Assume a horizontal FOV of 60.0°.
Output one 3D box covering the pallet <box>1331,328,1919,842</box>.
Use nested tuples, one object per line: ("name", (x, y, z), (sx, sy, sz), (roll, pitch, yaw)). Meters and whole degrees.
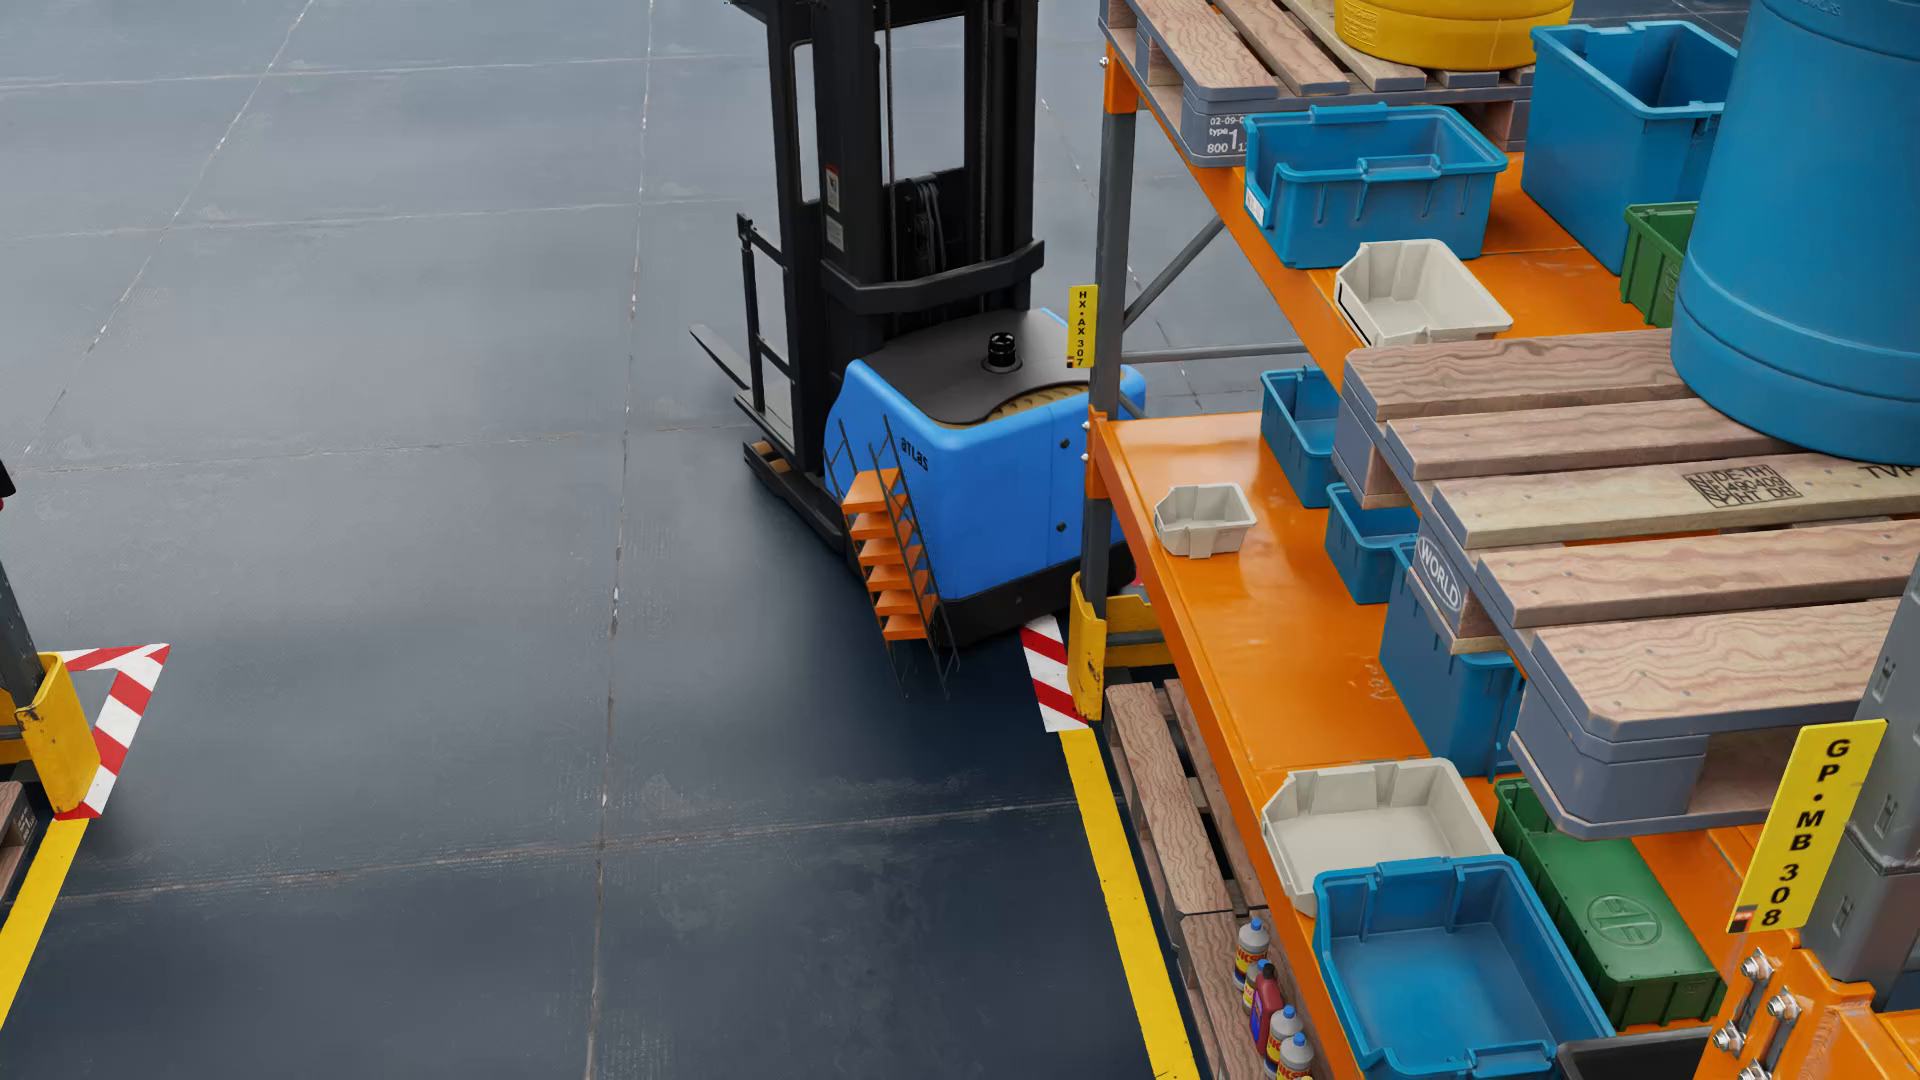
("pallet", (1.327, -0.012, 2.609), (1.213, 0.211, 1.003), (-4, 35, -6))

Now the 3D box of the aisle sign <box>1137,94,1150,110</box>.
("aisle sign", (0.683, -1.780, 5.390), (0.394, 0.787, 0.004), (-4, 35, -6))

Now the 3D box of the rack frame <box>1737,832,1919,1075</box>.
("rack frame", (1.521, 1.544, 2.820), (1.000, 3.000, 0.127), (-4, 35, -6))

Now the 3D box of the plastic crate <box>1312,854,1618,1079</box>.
("plastic crate", (1.103, 1.009, 3.738), (0.499, 0.251, 0.616), (-4, 35, -6))

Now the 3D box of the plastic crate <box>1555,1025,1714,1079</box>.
("plastic crate", (1.576, 1.268, 3.280), (0.767, 0.338, 0.504), (-4, 35, -6))

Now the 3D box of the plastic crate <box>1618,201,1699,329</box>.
("plastic crate", (1.578, -0.509, 3.357), (0.336, 0.188, 0.450), (-4, 35, -6))

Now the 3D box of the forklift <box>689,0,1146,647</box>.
("forklift", (-0.408, -1.561, 7.438), (1.130, 2.935, 3.031), (-19, 39, -25))

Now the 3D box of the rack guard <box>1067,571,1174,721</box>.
("rack guard", (1.039, 0.384, 6.742), (1.175, 0.500, 0.348), (-4, 35, -6))

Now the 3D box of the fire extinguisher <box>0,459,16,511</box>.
("fire extinguisher", (-3.484, -0.379, 5.712), (0.296, 0.674, 0.183), (-4, 35, -6))

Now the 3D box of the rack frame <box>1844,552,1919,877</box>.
("rack frame", (1.521, -0.935, 1.131), (1.000, 3.000, 0.127), (-4, 35, -6))

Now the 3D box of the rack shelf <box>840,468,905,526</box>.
("rack shelf", (-0.329, -0.170, 6.380), (0.180, 0.103, 0.258), (-5, 32, 18))

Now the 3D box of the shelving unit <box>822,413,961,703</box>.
("shelving unit", (-0.254, 0.092, 6.539), (0.189, 1.200, 0.258), (-5, 32, 18))

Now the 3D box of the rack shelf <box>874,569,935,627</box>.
("rack shelf", (-0.215, 0.228, 6.622), (0.180, 0.103, 0.258), (-5, 32, 18))

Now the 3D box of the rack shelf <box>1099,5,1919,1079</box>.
("rack shelf", (1.252, -0.514, 3.816), (1.077, 0.370, 4.000), (-4, 35, -6))

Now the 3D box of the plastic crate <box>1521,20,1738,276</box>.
("plastic crate", (1.537, -0.879, 3.727), (0.392, 0.384, 0.575), (-4, 35, -6))

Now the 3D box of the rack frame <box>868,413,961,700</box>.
("rack frame", (-0.168, 0.084, 6.512), (0.006, 1.200, 0.240), (-5, 32, 18))

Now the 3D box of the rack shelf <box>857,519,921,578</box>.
("rack shelf", (-0.272, 0.029, 6.501), (0.180, 0.103, 0.258), (-5, 32, 18))

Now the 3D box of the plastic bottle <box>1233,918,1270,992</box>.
("plastic bottle", (0.918, 1.293, 5.221), (0.097, 0.271, 0.097), (0, 34, 0))

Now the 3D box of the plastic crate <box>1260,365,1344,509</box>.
("plastic crate", (1.346, -0.370, 5.761), (0.499, 0.251, 0.616), (-4, 35, -6))

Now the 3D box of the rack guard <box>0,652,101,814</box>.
("rack guard", (-3.915, 0.763, 6.187), (1.175, 0.500, 0.348), (-4, 35, -6))

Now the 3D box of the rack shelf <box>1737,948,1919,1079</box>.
("rack shelf", (1.790, 1.718, 0.540), (1.077, 0.370, 4.000), (-4, 35, -6))

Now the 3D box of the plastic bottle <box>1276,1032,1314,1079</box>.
("plastic bottle", (0.977, 1.540, 4.858), (0.097, 0.271, 0.097), (0, 34, 0))

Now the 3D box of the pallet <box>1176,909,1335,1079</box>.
("pallet", (1.304, 1.637, 5.161), (1.003, 0.211, 1.213), (-4, 35, -6))

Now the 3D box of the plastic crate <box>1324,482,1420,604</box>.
("plastic crate", (1.428, -0.007, 5.228), (0.499, 0.251, 0.408), (-4, 35, -6))

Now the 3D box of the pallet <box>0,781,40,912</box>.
("pallet", (-3.841, 1.338, 5.599), (1.003, 0.211, 1.213), (-4, 35, -6))

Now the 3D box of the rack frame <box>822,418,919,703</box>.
("rack frame", (-0.341, 0.099, 6.567), (0.006, 1.200, 0.240), (-5, 32, 18))

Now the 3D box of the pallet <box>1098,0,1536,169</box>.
("pallet", (0.997, -1.380, 4.616), (1.003, 0.211, 1.213), (-4, 35, -6))

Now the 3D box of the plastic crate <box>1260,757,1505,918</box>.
("plastic crate", (1.051, 0.766, 4.196), (0.530, 0.136, 0.437), (-4, 35, -6))

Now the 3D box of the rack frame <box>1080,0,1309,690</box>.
("rack frame", (0.983, -0.688, 6.096), (1.000, 3.000, 0.127), (-4, 35, -6))

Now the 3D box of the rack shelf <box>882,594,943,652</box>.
("rack shelf", (-0.187, 0.328, 6.683), (0.180, 0.103, 0.258), (-5, 32, 18))

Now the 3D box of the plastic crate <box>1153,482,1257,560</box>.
("plastic crate", (0.784, -0.055, 5.401), (0.298, 0.136, 0.250), (-4, 35, -6))

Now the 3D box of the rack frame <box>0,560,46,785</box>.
("rack frame", (-3.925, -0.313, 5.545), (1.000, 3.000, 0.127), (-4, 35, -6))

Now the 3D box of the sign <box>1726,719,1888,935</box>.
("sign", (0.974, 0.337, 1.921), (0.100, 0.325, 0.005), (-4, 35, -6))

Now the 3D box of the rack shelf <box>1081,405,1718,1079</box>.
("rack shelf", (1.252, 0.726, 4.660), (1.077, 0.370, 4.000), (-4, 35, -6))

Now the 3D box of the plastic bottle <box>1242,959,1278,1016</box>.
("plastic bottle", (0.932, 1.380, 5.156), (0.097, 0.201, 0.097), (0, 34, 0))

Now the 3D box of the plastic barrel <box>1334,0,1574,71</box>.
("plastic barrel", (1.262, -1.552, 4.160), (0.600, 0.588, 0.600), (0, 34, 0))

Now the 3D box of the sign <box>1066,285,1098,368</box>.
("sign", (0.437, -0.763, 5.960), (0.100, 0.325, 0.005), (-4, 35, -6))

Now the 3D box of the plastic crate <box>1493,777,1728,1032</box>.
("plastic crate", (1.618, 0.853, 4.023), (0.450, 0.188, 0.662), (-4, 35, -6))

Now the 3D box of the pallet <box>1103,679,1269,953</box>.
("pallet", (1.143, 0.957, 6.158), (1.003, 0.211, 1.213), (-4, 35, -6))

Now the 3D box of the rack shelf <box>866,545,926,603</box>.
("rack shelf", (-0.244, 0.128, 6.562), (0.180, 0.103, 0.258), (-5, 32, 18))

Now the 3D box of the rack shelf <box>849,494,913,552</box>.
("rack shelf", (-0.301, -0.071, 6.441), (0.180, 0.103, 0.258), (-5, 32, 18))

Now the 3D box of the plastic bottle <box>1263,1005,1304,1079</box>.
("plastic bottle", (0.964, 1.485, 4.940), (0.097, 0.271, 0.097), (0, 34, 0))

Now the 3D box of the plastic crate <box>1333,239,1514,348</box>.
("plastic crate", (0.904, -0.451, 3.319), (0.243, 0.136, 0.396), (-4, 35, -6))

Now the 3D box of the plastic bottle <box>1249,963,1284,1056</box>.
("plastic bottle", (0.930, 1.416, 5.030), (0.061, 0.283, 0.133), (-4, 34, -6))

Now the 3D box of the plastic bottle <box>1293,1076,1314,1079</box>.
("plastic bottle", (0.991, 1.625, 4.797), (0.097, 0.201, 0.097), (0, 34, 0))

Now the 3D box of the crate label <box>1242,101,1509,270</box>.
("crate label", (0.907, -0.796, 3.723), (0.502, 0.251, 0.408), (-4, 35, -6))

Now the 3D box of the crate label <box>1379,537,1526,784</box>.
("crate label", (1.498, 0.304, 4.608), (0.502, 0.435, 0.616), (-4, 35, -6))

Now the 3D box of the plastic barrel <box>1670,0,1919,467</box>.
("plastic barrel", (1.493, -0.639, 2.543), (0.600, 0.901, 0.708), (-4, 35, -6))
